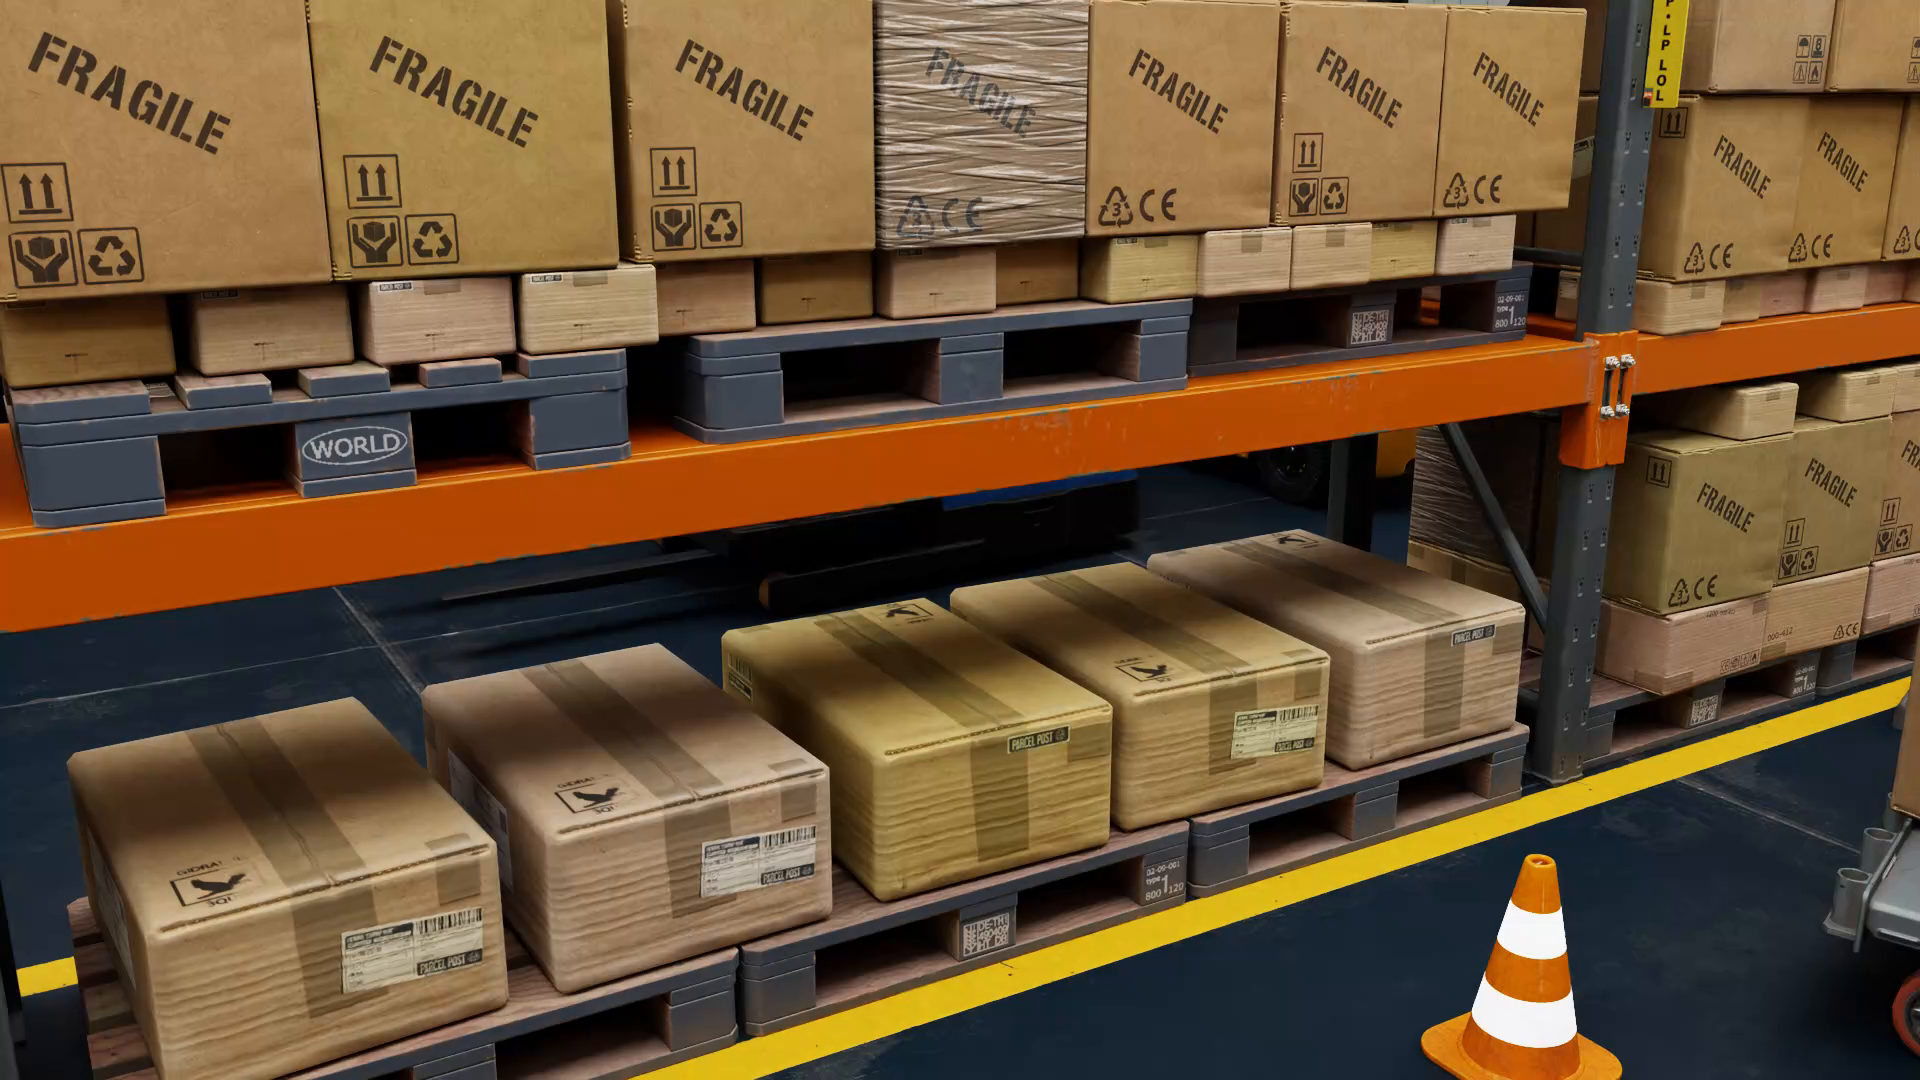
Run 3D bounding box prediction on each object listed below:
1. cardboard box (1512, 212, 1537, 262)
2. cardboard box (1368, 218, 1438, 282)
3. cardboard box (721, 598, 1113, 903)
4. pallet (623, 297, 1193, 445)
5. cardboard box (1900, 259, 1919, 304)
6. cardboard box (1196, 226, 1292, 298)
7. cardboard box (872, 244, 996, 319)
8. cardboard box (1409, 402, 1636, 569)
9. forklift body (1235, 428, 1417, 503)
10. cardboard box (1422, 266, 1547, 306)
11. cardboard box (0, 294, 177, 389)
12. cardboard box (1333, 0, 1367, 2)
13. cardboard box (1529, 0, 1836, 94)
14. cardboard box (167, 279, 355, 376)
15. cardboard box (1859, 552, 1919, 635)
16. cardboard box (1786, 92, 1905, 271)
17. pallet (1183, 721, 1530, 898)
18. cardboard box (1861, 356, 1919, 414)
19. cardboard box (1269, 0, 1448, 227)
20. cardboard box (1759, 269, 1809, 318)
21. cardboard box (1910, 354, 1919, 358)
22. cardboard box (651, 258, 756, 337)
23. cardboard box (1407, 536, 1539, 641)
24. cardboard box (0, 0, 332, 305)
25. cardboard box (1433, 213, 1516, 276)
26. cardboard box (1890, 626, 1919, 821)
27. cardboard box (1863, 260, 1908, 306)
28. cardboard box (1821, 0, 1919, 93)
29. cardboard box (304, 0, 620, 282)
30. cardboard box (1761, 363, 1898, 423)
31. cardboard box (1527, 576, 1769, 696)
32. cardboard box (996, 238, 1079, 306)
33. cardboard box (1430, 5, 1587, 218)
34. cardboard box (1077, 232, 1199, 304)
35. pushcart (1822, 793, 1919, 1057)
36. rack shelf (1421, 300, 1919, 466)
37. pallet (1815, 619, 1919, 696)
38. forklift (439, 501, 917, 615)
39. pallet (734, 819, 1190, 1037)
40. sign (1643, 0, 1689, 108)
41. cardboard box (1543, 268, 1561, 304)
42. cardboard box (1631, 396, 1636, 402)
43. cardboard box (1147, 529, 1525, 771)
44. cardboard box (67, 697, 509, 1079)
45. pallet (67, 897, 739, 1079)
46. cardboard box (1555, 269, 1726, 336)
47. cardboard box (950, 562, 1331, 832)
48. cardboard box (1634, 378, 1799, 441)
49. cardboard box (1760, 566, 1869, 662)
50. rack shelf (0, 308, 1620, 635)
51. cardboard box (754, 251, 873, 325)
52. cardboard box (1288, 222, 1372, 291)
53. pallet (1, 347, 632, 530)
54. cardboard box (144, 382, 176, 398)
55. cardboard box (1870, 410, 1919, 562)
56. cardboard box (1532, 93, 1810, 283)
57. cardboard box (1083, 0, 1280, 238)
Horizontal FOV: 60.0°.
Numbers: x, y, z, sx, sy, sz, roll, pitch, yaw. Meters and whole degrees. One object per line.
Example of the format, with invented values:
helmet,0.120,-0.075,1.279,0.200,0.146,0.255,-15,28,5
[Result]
cardboard box,1.775,-1.157,5.244,0.500,0.500,0.500,-10,18,-31
cardboard box,0.988,-0.760,4.250,0.250,0.149,0.380,-10,18,-31
cardboard box,-0.136,0.488,4.203,0.625,0.372,0.950,-9,18,-28
pallet,-0.231,-0.483,3.930,1.213,0.211,1.003,-9,18,-30
cardboard box,3.059,-0.871,5.424,0.250,0.149,0.380,-9,18,-29
cardboard box,0.569,-0.679,3.964,0.250,0.149,0.380,-9,18,-29
cardboard box,-0.122,-0.587,3.635,0.250,0.149,0.380,-9,18,-28
cardboard box,1.891,-0.230,5.600,0.500,0.500,0.500,-9,18,-30
forklift body,1.706,-1.456,8.619,1.214,2.155,2.313,-9,18,-30
cardboard box,1.641,-0.841,5.317,0.250,0.149,0.380,-9,18,-30
cardboard box,-1.532,-0.374,2.874,0.250,0.149,0.380,-10,19,-33
cardboard box,0.937,-1.569,4.733,0.250,0.149,0.380,-9,18,-30
cardboard box,2.011,-1.530,4.723,0.500,0.500,0.700,-9,18,-30
cardboard box,-1.273,-0.405,2.986,0.250,0.149,0.380,-11,19,-33
cardboard box,3.072,0.105,5.796,0.500,0.250,0.500,-9,18,-30
cardboard box,2.461,-1.110,5.075,0.500,0.500,0.500,-9,18,-30
pallet,0.856,0.605,4.861,1.213,0.211,1.003,-9,18,-30
cardboard box,2.974,-0.531,5.473,0.250,0.149,0.380,-8,18,-27
cardboard box,0.820,-1.054,4.097,0.500,0.500,0.500,-9,18,-29
cardboard box,2.359,-0.786,5.123,0.250,0.149,0.380,-9,18,-30
cardboard box,3.651,-0.517,6.622,0.500,0.500,0.500,-10,19,-32
cardboard box,-0.601,-0.518,3.387,0.250,0.149,0.380,-8,18,-26
cardboard box,1.891,0.131,5.702,0.500,0.250,0.500,-8,18,-27
cardboard box,-1.402,-0.693,2.811,0.500,0.500,0.500,-10,18,-31
cardboard box,1.223,-0.792,4.367,0.250,0.149,0.380,-9,18,-29
cardboard box,2.465,0.400,3.653,0.500,0.500,0.500,-9,18,-30
cardboard box,2.802,-0.857,5.375,0.250,0.149,0.380,-9,18,-30
cardboard box,2.460,-1.596,4.958,0.500,0.500,0.700,-9,18,-29
cardboard box,-0.959,-0.767,3.075,0.500,0.500,0.500,-8,18,-27
cardboard box,2.745,-0.493,5.337,0.250,0.149,0.380,-8,18,-28
cardboard box,2.167,0.256,5.257,0.500,0.250,0.500,-10,19,-32
cardboard box,0.063,-0.641,3.827,0.250,0.149,0.380,-10,18,-32
cardboard box,1.244,-1.123,4.344,0.500,0.500,0.500,-10,18,-31
cardboard box,0.341,-0.654,3.873,0.250,0.149,0.380,-9,18,-30
pushcart,2.739,0.937,3.369,1.648,0.377,0.936,12,20,37
rack shelf,3.237,-0.778,5.961,4.000,0.370,1.077,-9,18,-30
pallet,3.127,0.224,6.220,1.213,0.211,1.003,-9,18,-30
forklift,-0.727,-1.285,6.563,3.031,2.935,1.121,-10,19,-32
pallet,-0.191,0.775,4.253,1.213,0.211,1.003,-9,18,-30
sign,1.811,-1.276,4.260,0.005,0.325,0.100,-9,18,-30
cardboard box,1.851,-0.877,5.447,0.250,0.149,0.380,-9,18,-28
cardboard box,2.326,-0.301,5.854,0.500,0.500,0.500,-9,18,-29
cardboard box,1.074,0.290,4.908,0.625,0.372,0.950,-9,18,-29
cardboard box,-1.417,0.696,3.459,0.625,0.372,0.950,-11,19,-33
pallet,-1.236,0.944,3.651,1.213,0.211,1.003,-9,18,-30
cardboard box,1.957,-0.695,4.798,0.250,0.149,0.380,-9,18,-30
cardboard box,0.459,0.391,4.549,0.625,0.372,0.950,-8,18,-26
cardboard box,2.305,-0.421,5.080,0.250,0.149,0.380,-9,18,-29
cardboard box,2.619,0.179,5.531,0.500,0.250,0.500,-8,18,-27
rack shelf,-0.192,-0.222,3.978,4.000,0.370,1.077,-9,18,-30
cardboard box,-0.379,-0.566,3.559,0.250,0.149,0.380,-8,18,-28
cardboard box,0.786,-0.716,4.093,0.250,0.149,0.380,-10,18,-31
pallet,-1.351,-0.322,3.356,1.003,0.211,1.213,-9,18,-30
cardboard box,-3.924,-0.581,7.546,0.625,0.625,0.875,-9,18,-28
cardboard box,3.065,-0.254,5.686,0.500,0.500,0.500,-8,18,-27
cardboard box,2.043,-1.035,4.807,0.500,0.500,0.500,-9,18,-30
cardboard box,0.375,-0.983,3.846,0.500,0.500,0.500,-9,18,-28
